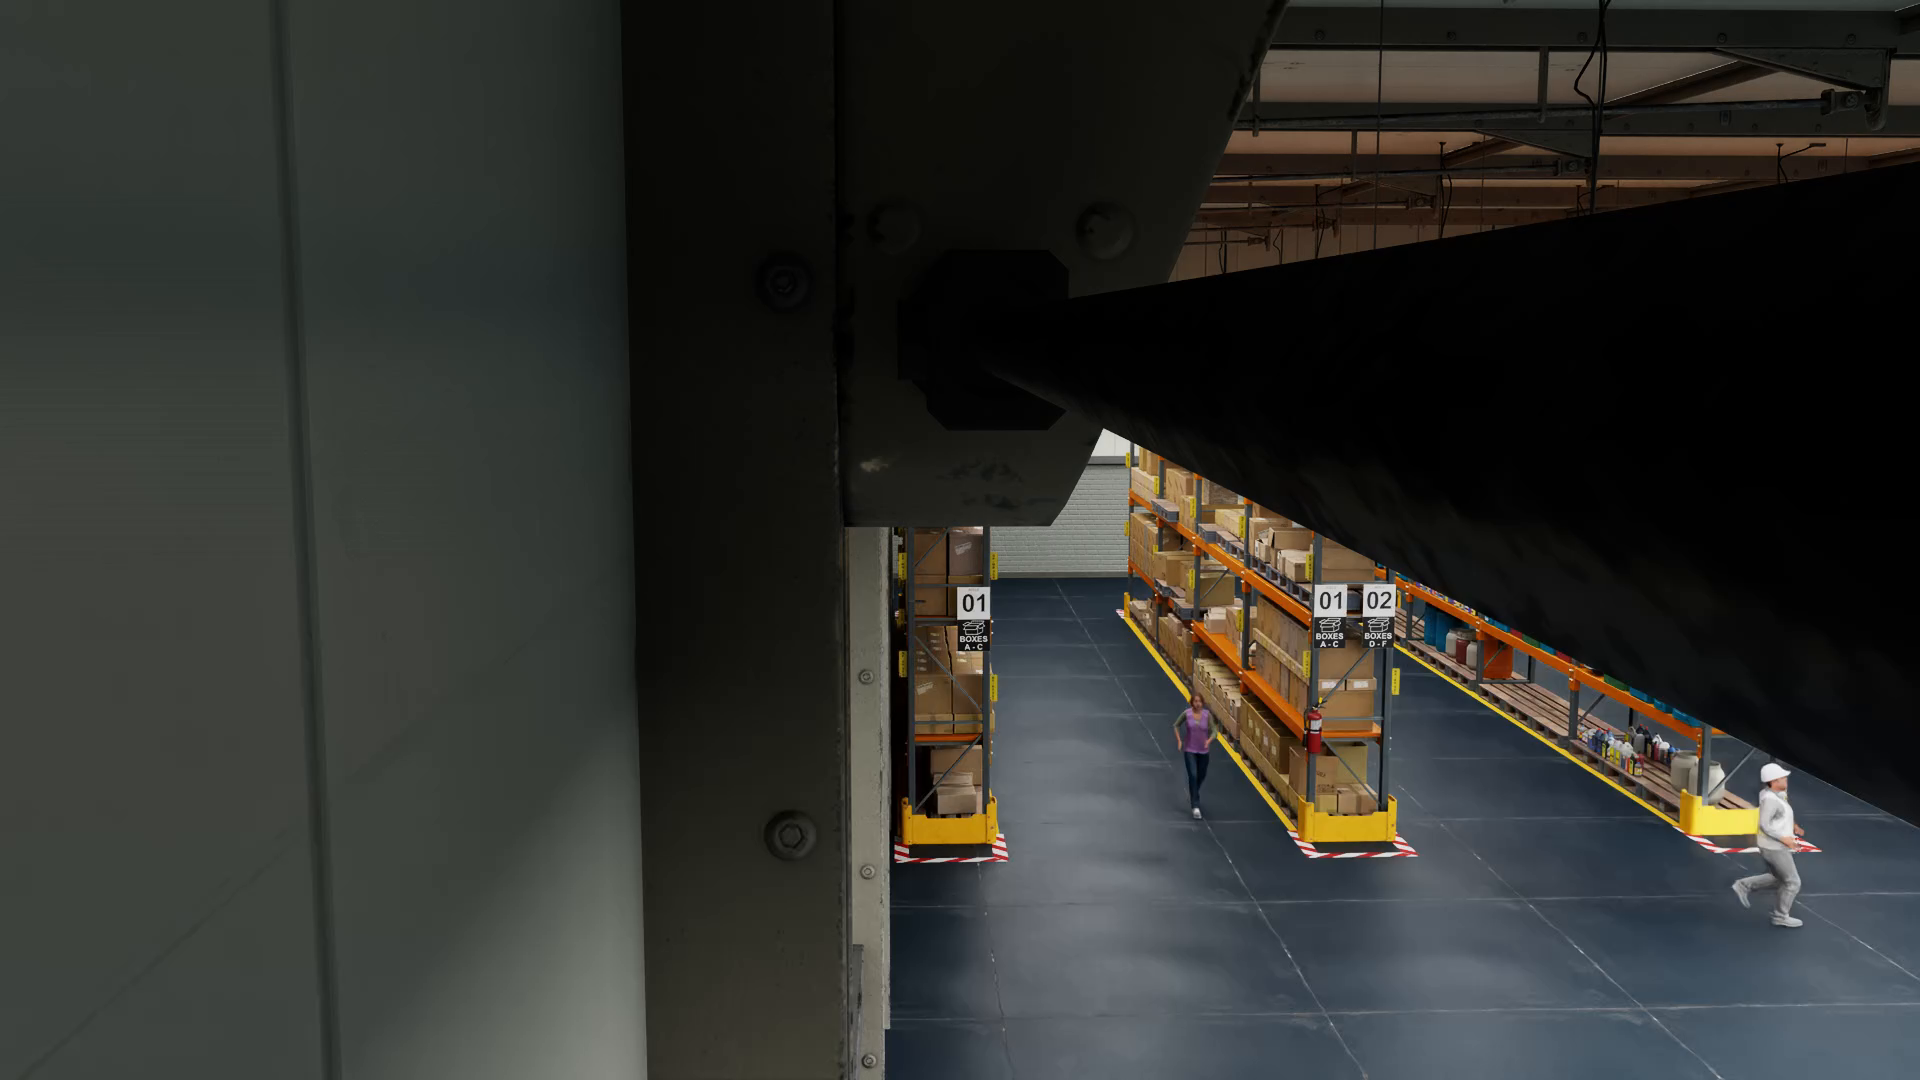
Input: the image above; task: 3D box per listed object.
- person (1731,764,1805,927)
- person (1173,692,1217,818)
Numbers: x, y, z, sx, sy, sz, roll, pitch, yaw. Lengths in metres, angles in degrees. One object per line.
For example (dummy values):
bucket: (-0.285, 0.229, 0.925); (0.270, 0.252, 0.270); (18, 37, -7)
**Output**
person: (8.606, 3.224, 17.647); (0.704, 1.728, 0.663); (3, 8, 24)
person: (3.075, 2.760, 21.740); (0.559, 1.586, 0.855); (0, 7, -1)
